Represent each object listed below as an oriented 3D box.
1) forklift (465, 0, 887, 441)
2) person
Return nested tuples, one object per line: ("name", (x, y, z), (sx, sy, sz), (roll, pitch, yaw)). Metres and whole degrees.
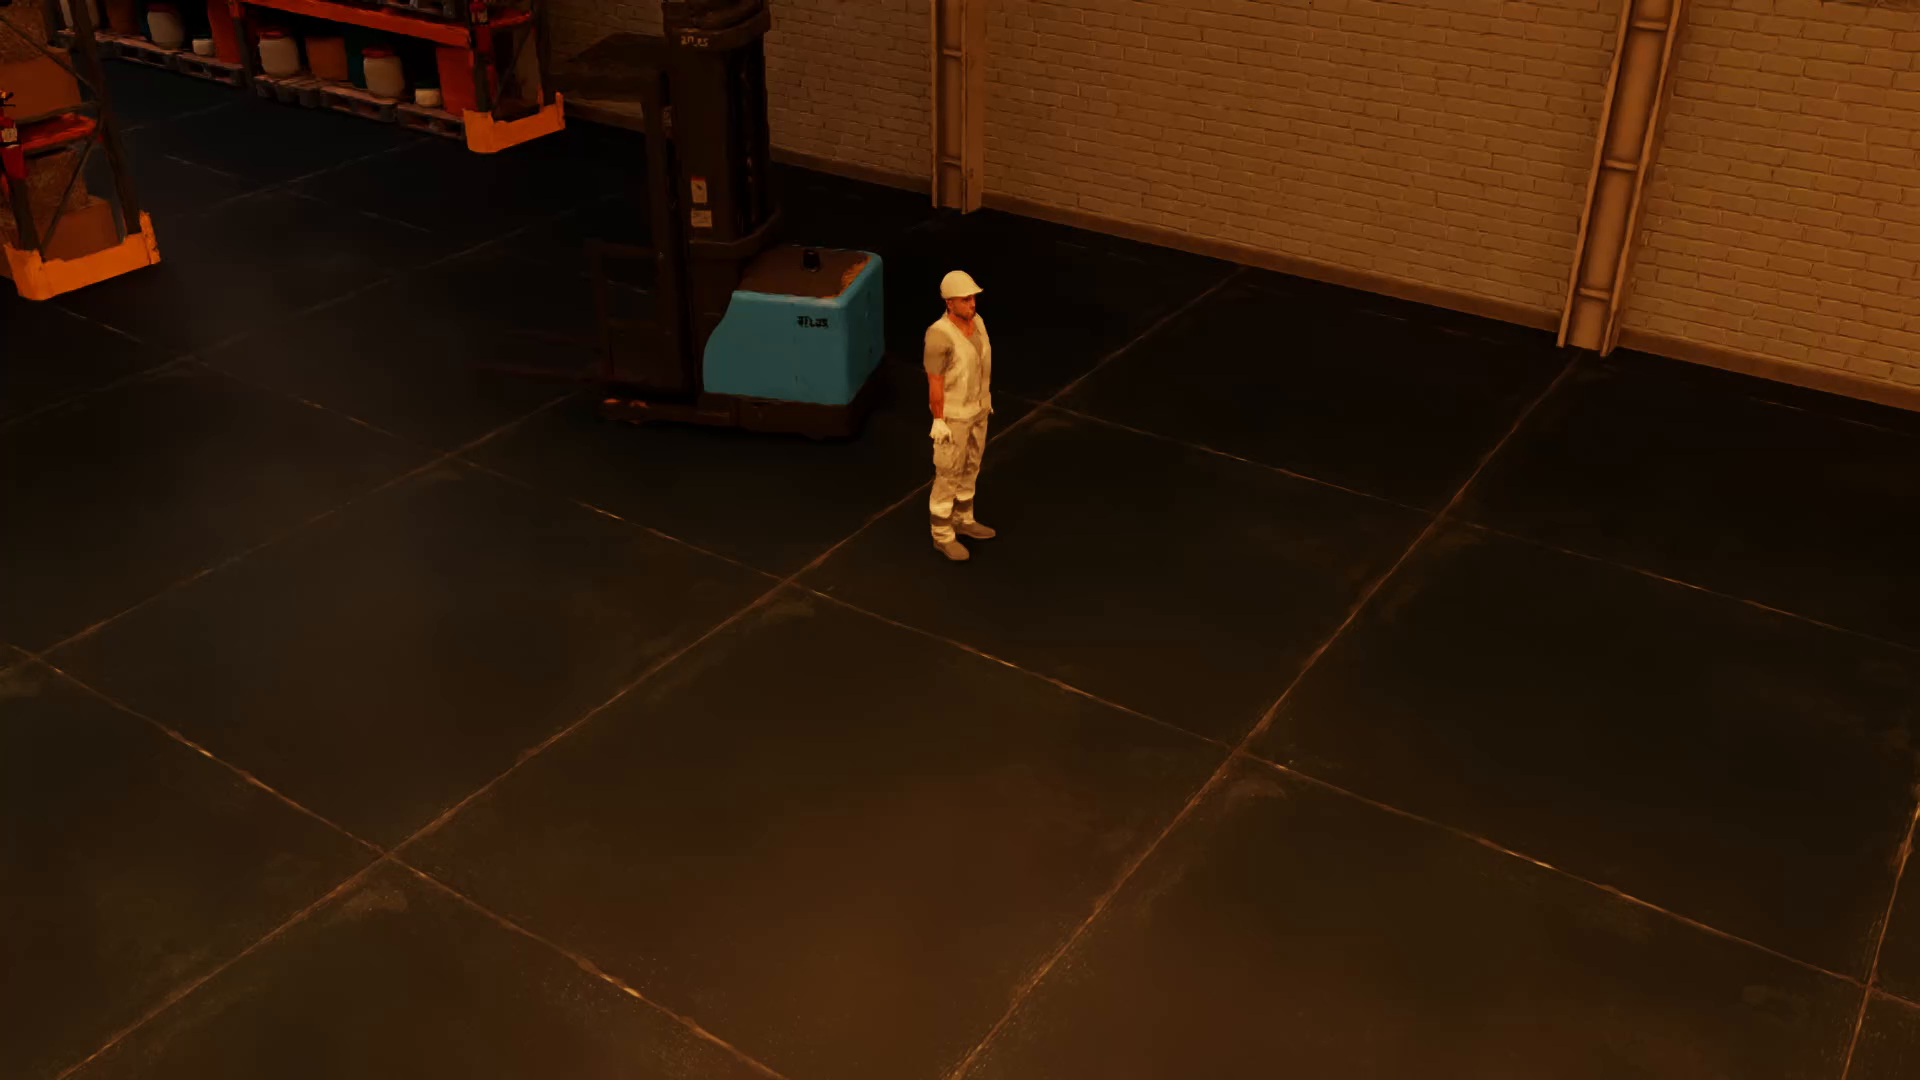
("forklift", (-2.114, -2.348, 11.625), (3.031, 2.935, 1.130), (7, 31, 12))
("person", (0.018, -0.769, 10.041), (0.349, 1.795, 0.540), (19, 35, 29))
